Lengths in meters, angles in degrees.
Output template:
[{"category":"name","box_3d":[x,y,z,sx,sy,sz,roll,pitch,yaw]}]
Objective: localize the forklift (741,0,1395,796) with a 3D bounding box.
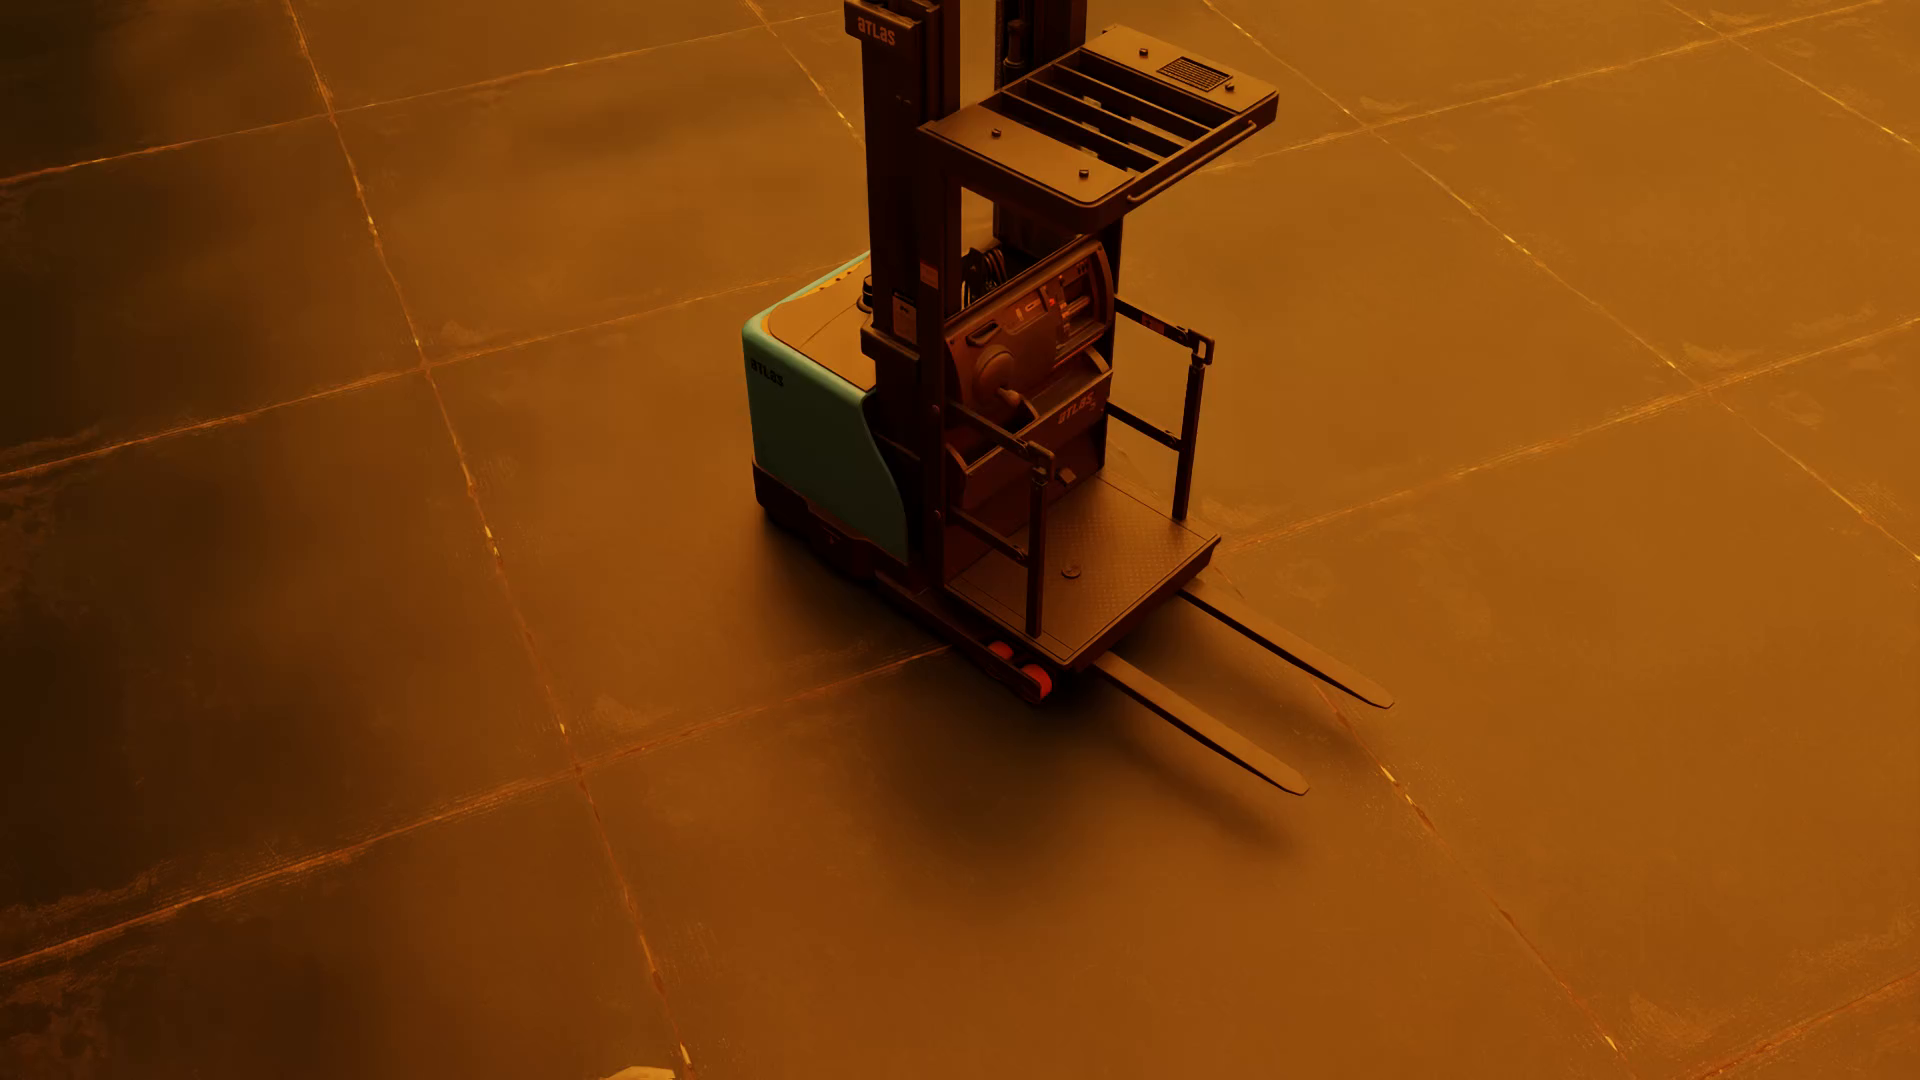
[{"category":"forklift","box_3d":[0.445,-0.788,6.525,3.031,2.935,1.130,32,52,30]}]

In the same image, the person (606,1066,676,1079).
[{"category":"person","box_3d":[-0.732,2.046,4.413,0.891,1.724,0.440,18,46,18]}]
